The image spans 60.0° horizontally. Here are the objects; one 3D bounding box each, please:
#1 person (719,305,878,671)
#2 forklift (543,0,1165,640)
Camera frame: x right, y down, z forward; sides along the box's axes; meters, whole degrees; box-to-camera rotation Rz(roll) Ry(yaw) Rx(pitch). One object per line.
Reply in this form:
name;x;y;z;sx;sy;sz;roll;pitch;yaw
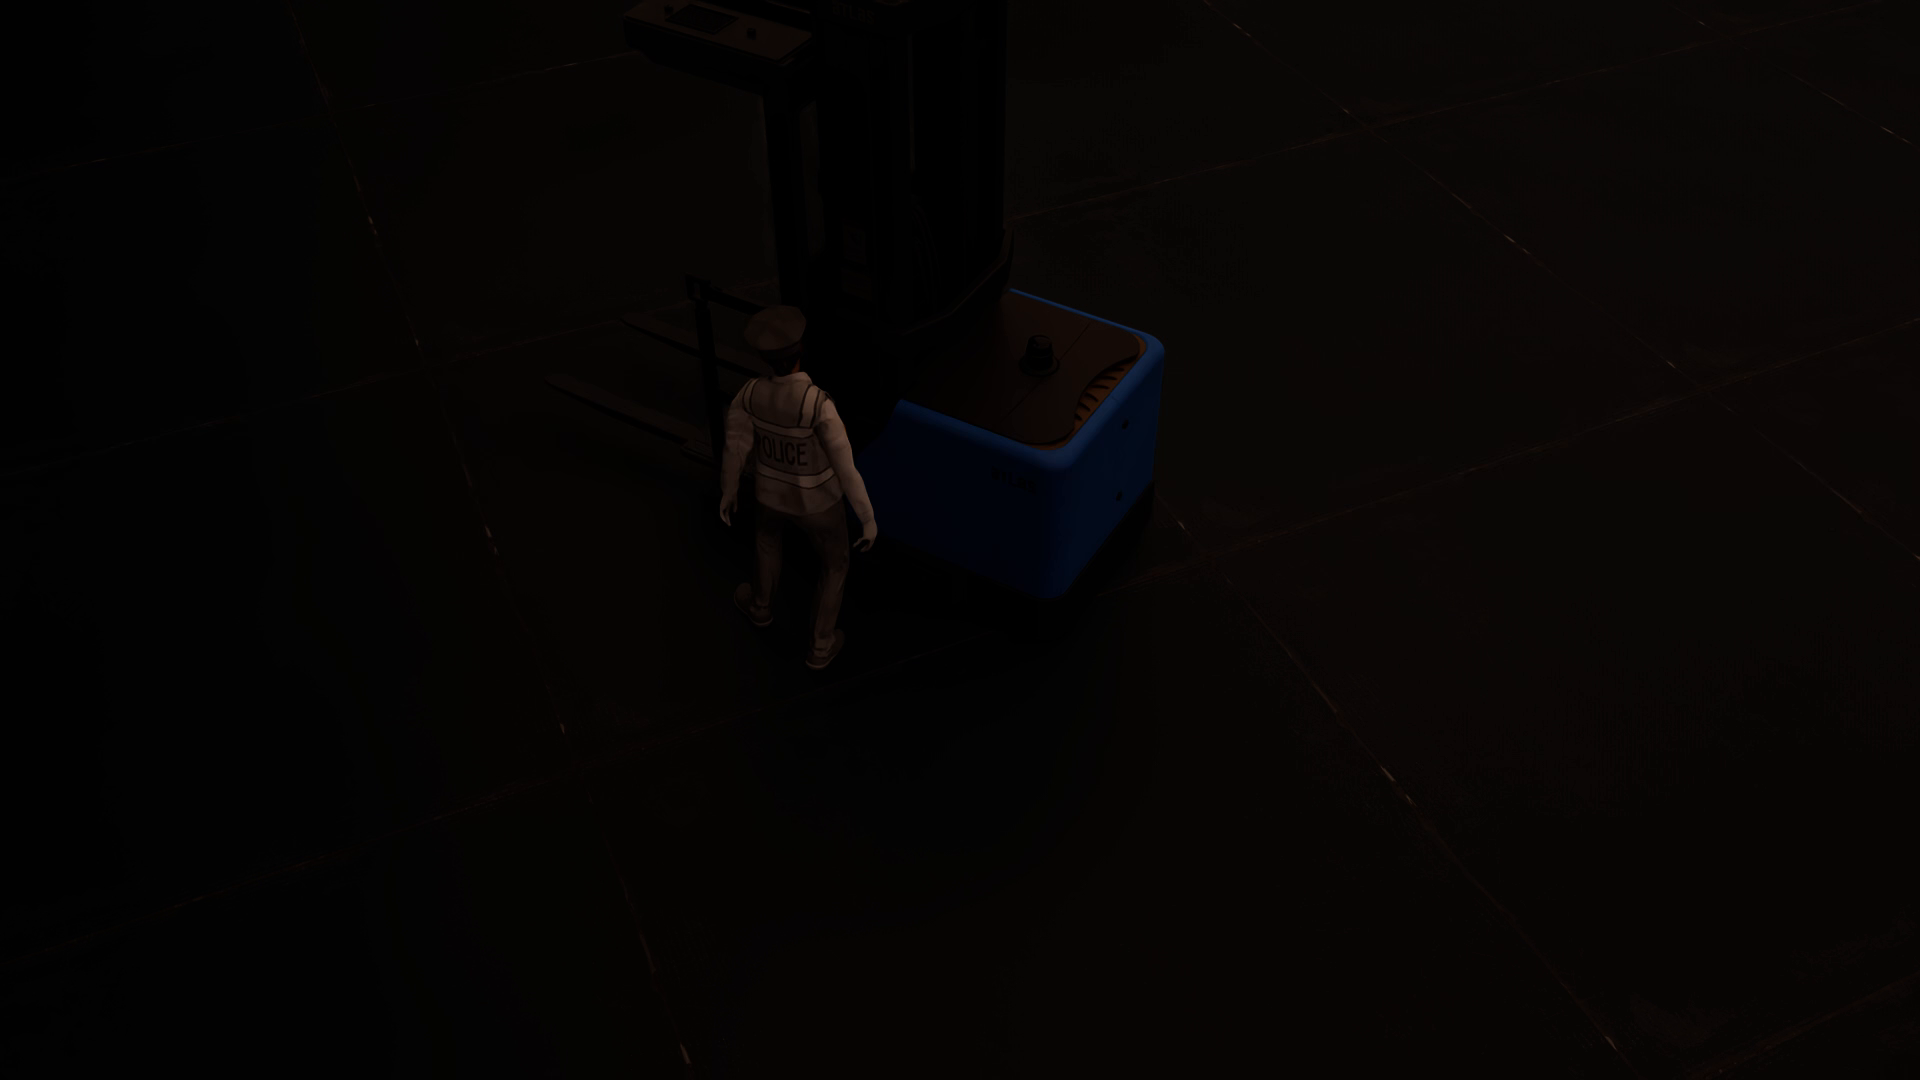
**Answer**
person;-0.682;-0.175;6.852;0.809;1.641;0.417;18;46;19
forklift;-0.628;-1.388;7.167;3.031;2.935;1.130;22;47;22
